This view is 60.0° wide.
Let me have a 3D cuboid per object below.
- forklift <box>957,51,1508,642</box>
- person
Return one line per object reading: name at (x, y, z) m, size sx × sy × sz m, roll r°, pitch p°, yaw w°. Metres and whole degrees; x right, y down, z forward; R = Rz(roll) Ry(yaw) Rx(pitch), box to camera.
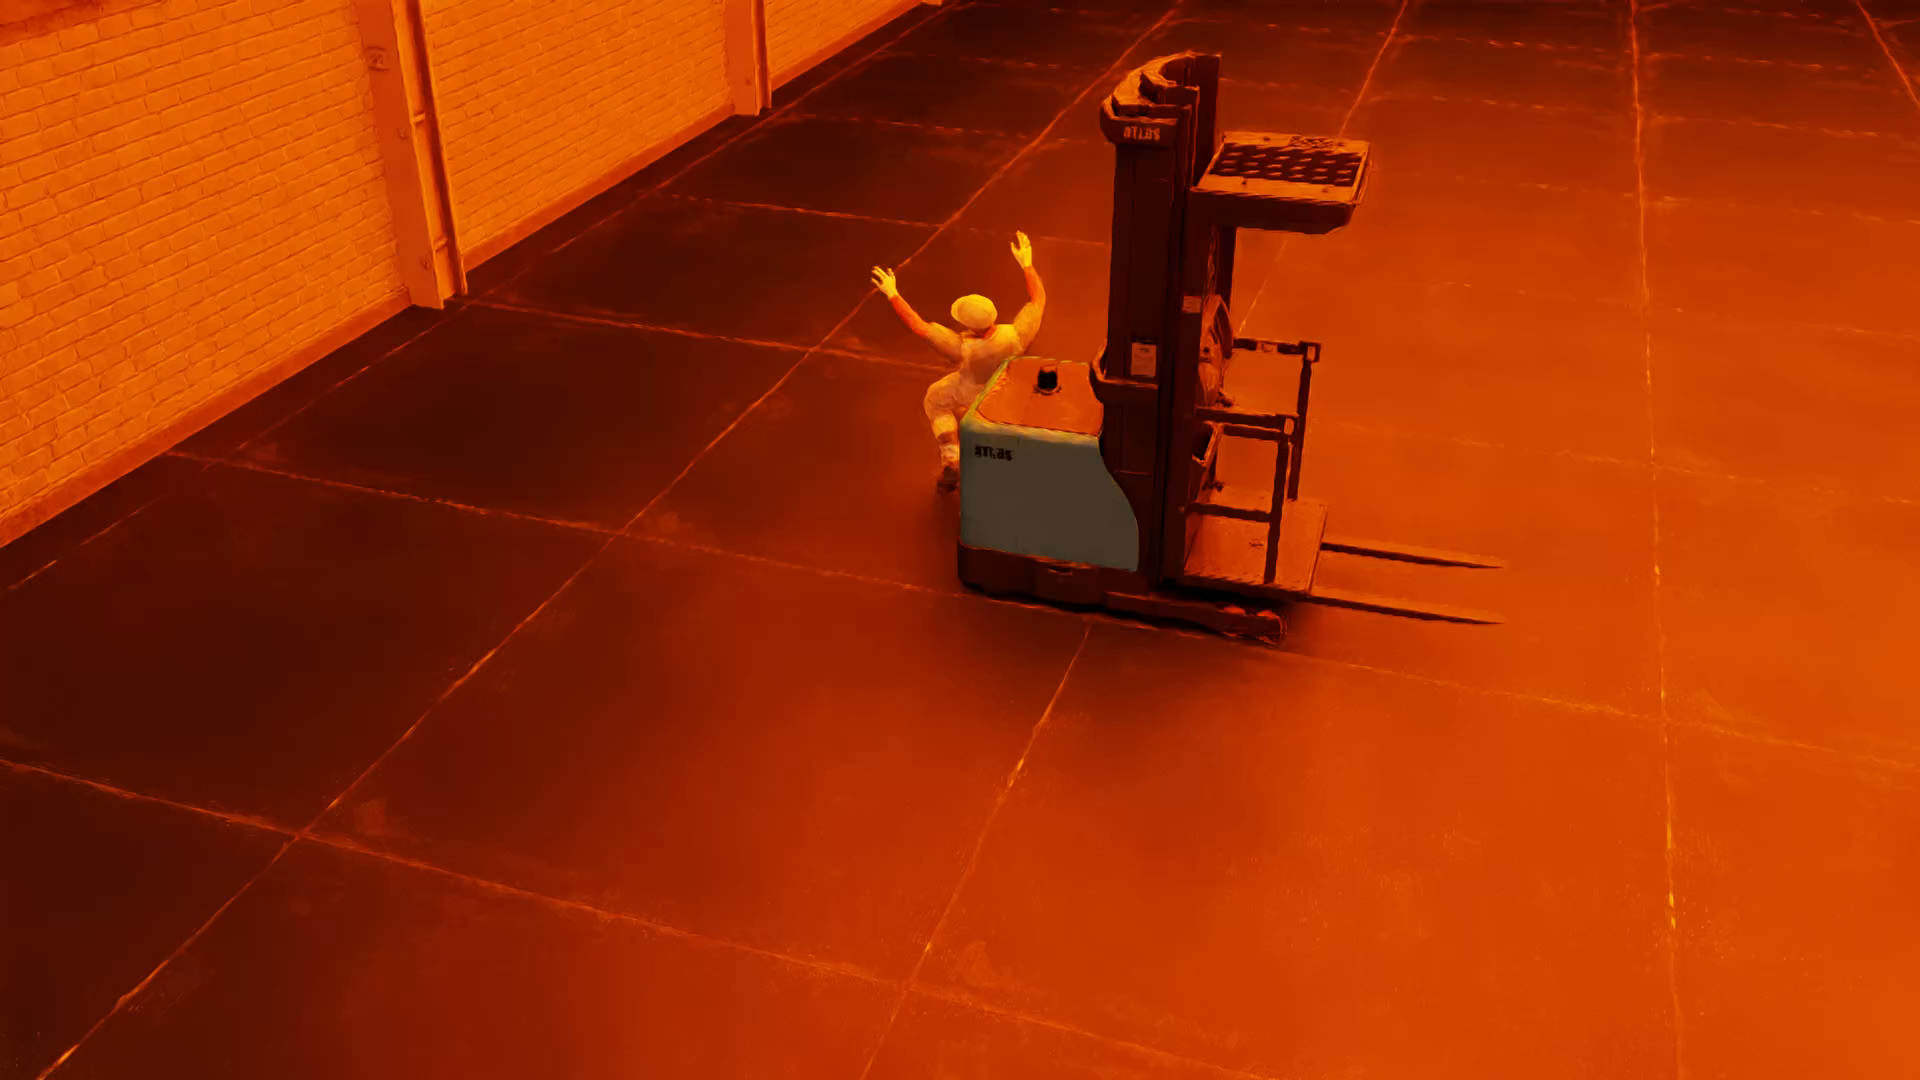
forklift at (1.560, -1.011, 8.910) m, size 3.031 × 2.935 × 1.130 m, roll 9°, pitch 31°, yaw 15°
person at (-0.006, -1.011, 10.194) m, size 1.053 × 1.674 × 0.804 m, roll -2°, pitch 30°, yaw -3°
